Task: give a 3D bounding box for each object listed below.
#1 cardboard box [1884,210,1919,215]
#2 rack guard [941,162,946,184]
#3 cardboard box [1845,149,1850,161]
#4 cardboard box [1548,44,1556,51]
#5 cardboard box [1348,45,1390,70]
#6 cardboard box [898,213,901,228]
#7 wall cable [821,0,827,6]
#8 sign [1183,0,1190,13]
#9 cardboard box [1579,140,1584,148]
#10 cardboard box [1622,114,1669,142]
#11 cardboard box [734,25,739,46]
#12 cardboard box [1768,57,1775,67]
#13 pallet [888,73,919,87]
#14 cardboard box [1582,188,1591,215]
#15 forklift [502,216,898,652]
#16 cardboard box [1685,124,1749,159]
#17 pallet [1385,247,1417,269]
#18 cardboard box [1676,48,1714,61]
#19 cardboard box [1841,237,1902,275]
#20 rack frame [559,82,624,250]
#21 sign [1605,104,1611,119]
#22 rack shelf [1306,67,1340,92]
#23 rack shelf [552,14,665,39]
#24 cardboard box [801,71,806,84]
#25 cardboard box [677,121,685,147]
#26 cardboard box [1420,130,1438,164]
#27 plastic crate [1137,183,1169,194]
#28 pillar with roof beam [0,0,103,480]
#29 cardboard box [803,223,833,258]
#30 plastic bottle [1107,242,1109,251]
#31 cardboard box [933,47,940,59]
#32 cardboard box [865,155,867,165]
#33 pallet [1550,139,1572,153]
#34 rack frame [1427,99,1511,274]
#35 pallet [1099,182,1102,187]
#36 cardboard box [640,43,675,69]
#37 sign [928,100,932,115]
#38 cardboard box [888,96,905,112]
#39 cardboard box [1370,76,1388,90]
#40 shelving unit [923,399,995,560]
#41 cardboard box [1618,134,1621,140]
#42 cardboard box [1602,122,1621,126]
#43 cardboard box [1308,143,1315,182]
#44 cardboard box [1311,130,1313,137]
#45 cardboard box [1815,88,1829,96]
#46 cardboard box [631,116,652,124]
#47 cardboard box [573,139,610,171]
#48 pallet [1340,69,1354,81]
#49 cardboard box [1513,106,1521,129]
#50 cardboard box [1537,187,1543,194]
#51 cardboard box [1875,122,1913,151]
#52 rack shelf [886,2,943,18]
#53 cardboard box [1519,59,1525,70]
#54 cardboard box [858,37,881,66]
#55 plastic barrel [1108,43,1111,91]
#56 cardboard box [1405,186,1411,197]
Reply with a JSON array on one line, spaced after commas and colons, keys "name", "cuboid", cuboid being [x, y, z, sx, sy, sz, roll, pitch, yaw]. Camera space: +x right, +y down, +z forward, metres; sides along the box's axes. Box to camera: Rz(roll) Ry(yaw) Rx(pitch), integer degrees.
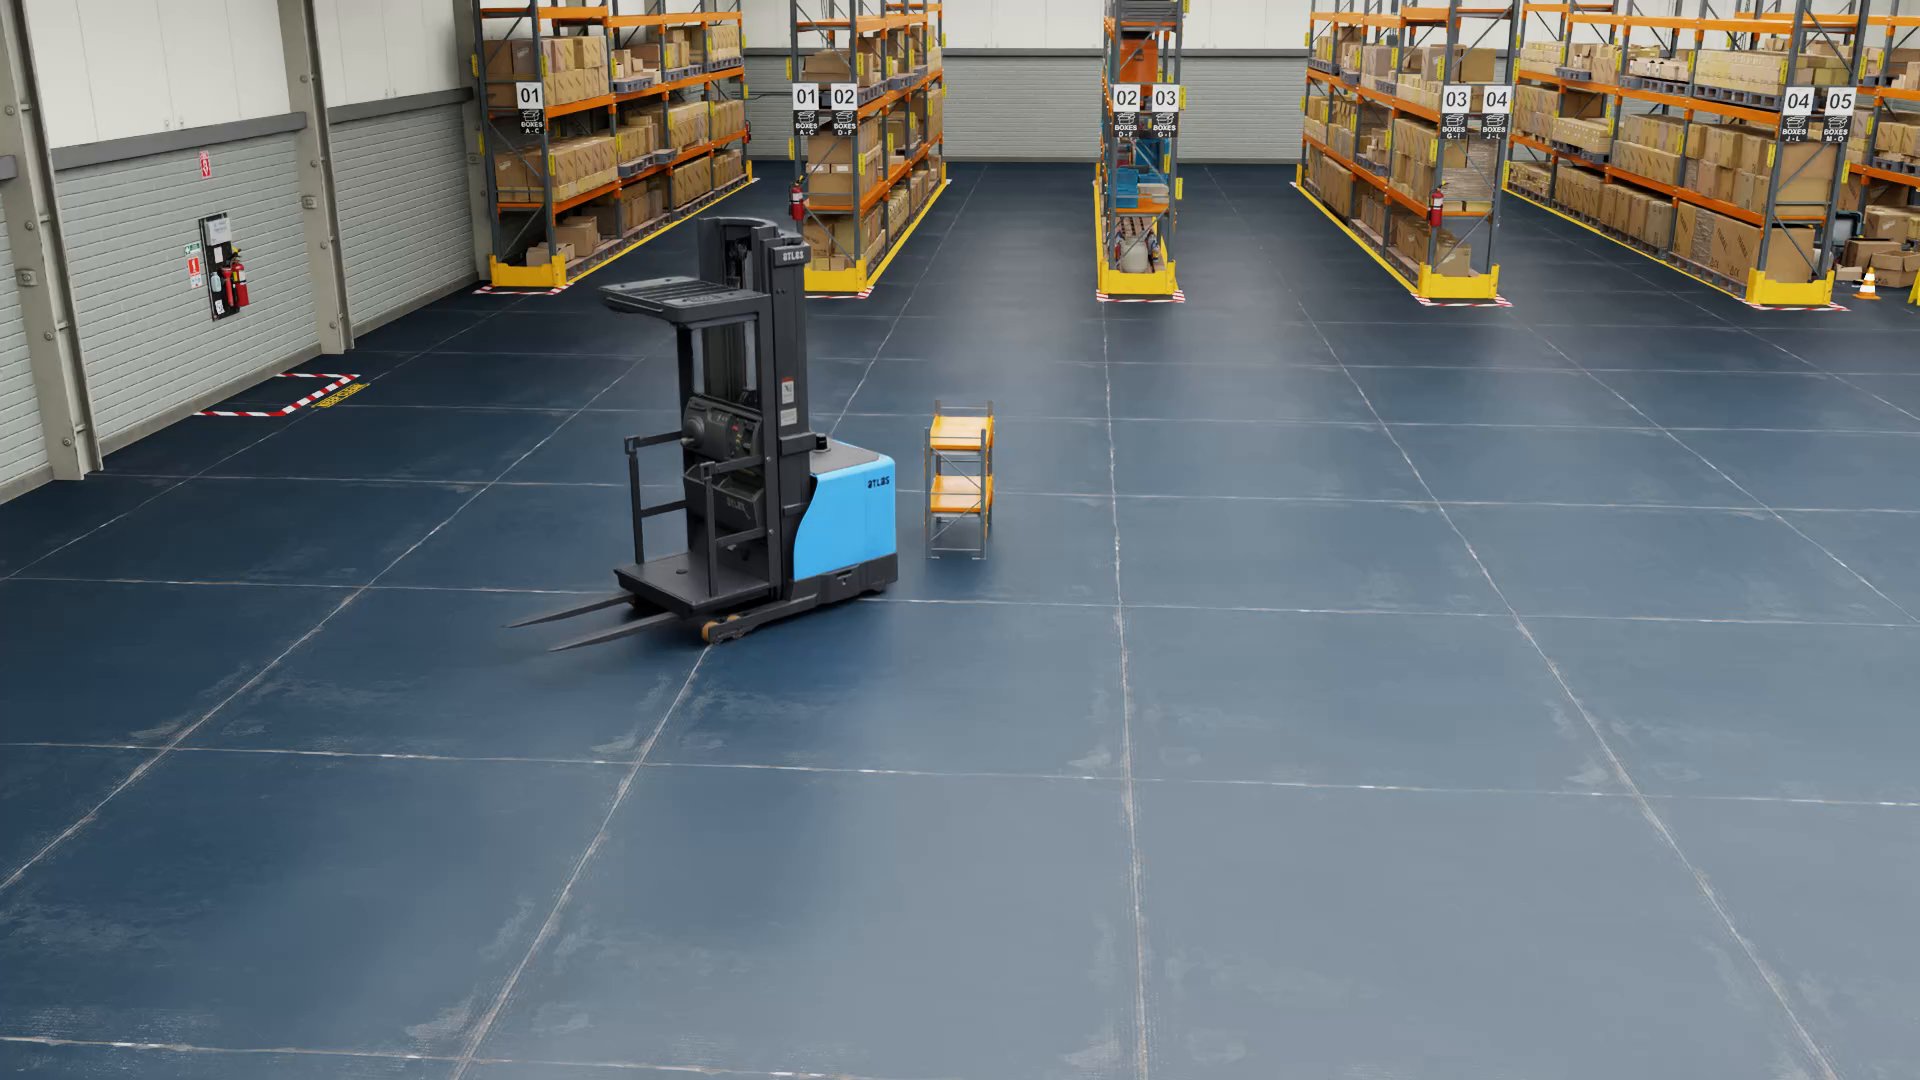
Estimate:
[{"name": "cardboard box", "cuboid": [18.152, -6.043, 31.593, 0.950, 0.372, 0.625, 1, 18, 3]}, {"name": "rack guard", "cuboid": [-0.949, -9.213, 41.738, 1.175, 0.500, 0.348, 1, 18, 4]}, {"name": "cardboard box", "cuboid": [18.046, -7.747, 33.490, 0.500, 0.250, 0.500, 2, 18, 5]}, {"name": "cardboard box", "cuboid": [13.406, -11.027, 37.237, 0.380, 0.149, 0.250, 1, 18, 2]}, {"name": "cardboard box", "cuboid": [8.488, -10.027, 34.549, 0.797, 0.503, 0.637, 1, 18, 3]}, {"name": "cardboard box", "cuboid": [-1.418, -6.188, 32.232, 0.500, 0.250, 0.500, 2, 18, 5]}, {"name": "wall cable", "cuboid": [-2.425, -15.998, 45.670, 3.097, 2.526, 0.112, 1, 18, 4]}, {"name": "sign", "cuboid": [3.398, -8.082, 24.971, 0.100, 0.325, 0.005, 1, 18, 4]}, {"name": "cardboard box", "cuboid": [12.957, -8.137, 34.169, 0.380, 0.149, 0.250, 0, 18, 1]}, {"name": "cardboard box", "cuboid": [13.261, -7.959, 32.130, 0.700, 0.500, 0.500, 1, 18, 4]}, {"name": "cardboard box", "cuboid": [-5.665, -12.258, 40.401, 0.500, 0.500, 0.500, 1, 18, 4]}, {"name": "cardboard box", "cuboid": [12.435, -7.213, 25.089, 0.380, 0.149, 0.250, 1, 18, 4]}, {"name": "pallet", "cuboid": [-1.477, -9.063, 32.751, 1.213, 0.211, 1.003, 2, 18, 6]}, {"name": "cardboard box", "cuboid": [13.131, -6.959, 34.183, 0.500, 0.500, 0.500, 2, 18, 6]}, {"name": "forklift", "cuboid": [-1.921, -0.814, 12.201, 3.031, 2.935, 1.130, -16, 24, -40]}, {"name": "cardboard box", "cuboid": [12.956, -6.804, 28.396, 0.875, 0.550, 0.550, 1, 18, 4]}, {"name": "pallet", "cuboid": [8.064, -4.941, 29.163, 1.003, 0.211, 1.213, 1, 18, 4]}, {"name": "cardboard box", "cuboid": [13.458, -8.750, 30.496, 0.500, 0.500, 0.500, 1, 18, 4]}, {"name": "cardboard box", "cuboid": [15.334, -4.783, 27.994, 0.797, 0.637, 0.503, 1, 18, 4]}, {"name": "rack frame", "cuboid": [-6.745, -6.807, 30.381, 1.000, 3.000, 0.127, 1, 18, 4]}, {"name": "sign", "cuboid": [14.144, -9.357, 36.303, 0.100, 0.325, 0.005, 1, 18, 4]}, {"name": "rack shelf", "cuboid": [8.793, -10.665, 38.492, 1.077, 0.370, 4.000, 1, 18, 4]}, {"name": "rack shelf", "cuboid": [-6.602, -9.747, 31.516, 1.077, 0.370, 4.000, 1, 18, 4]}, {"name": "cardboard box", "cuboid": [-2.271, -7.439, 26.834, 0.500, 0.250, 0.500, 1, 18, 4]}, {"name": "cardboard box", "cuboid": [-6.122, -8.556, 35.046, 0.500, 0.500, 0.500, 2, 18, 6]}, {"name": "cardboard box", "cuboid": [7.613, -6.229, 26.372, 0.500, 0.500, 0.500, 1, 18, 4]}, {"name": "plastic crate", "cuboid": [3.272, -5.951, 28.190, 0.530, 0.136, 0.437, 1, 18, 4]}, {"name": "pillar with roof beam", "cuboid": [-4.411, -4.829, 14.710, 9.100, 9.000, 0.400, 1, 18, 4]}, {"name": "cardboard box", "cuboid": [-2.349, -4.878, 27.030, 0.500, 0.500, 0.500, 1, 18, 4]}, {"name": "plastic bottle", "cuboid": [2.607, -5.047, 28.555, 0.144, 0.351, 0.185, 2, 18, 6]}, {"name": "cardboard box", "cuboid": [-0.762, -11.696, 39.921, 0.500, 0.250, 0.500, 1, 18, 4]}, {"name": "cardboard box", "cuboid": [-1.758, -6.328, 27.717, 0.380, 0.149, 0.250, 1, 18, 3]}, {"name": "pallet", "cuboid": [13.390, -8.493, 35.833, 1.003, 0.211, 1.213, 1, 18, 4]}, {"name": "rack frame", "cuboid": [7.790, -5.233, 25.577, 1.000, 3.000, 0.127, 1, 18, 4]}, {"name": "pallet", "cuboid": [3.809, -8.355, 39.582, 1.003, 0.211, 1.213, 1, 18, 4]}, {"name": "cardboard box", "cuboid": [-6.443, -10.221, 35.114, 0.700, 0.500, 0.500, 2, 18, 7]}, {"name": "sign", "cuboid": [-0.677, -9.721, 37.415, 0.100, 0.325, 0.005, 1, 18, 4]}, {"name": "cardboard box", "cuboid": [-1.453, -9.868, 37.955, 0.500, 0.500, 0.500, 1, 18, 4]}, {"name": "cardboard box", "cuboid": [8.011, -8.612, 31.313, 0.500, 0.250, 0.500, 2, 18, 5]}, {"name": "shelving unit", "cuboid": [0.000, -0.537, 14.254, 0.538, 1.125, 1.048, 1, 18, 4]}, {"name": "cardboard box", "cuboid": [13.589, -8.189, 33.847, 0.380, 0.149, 0.250, 1, 18, 4]}, {"name": "cardboard box", "cuboid": [13.662, -8.647, 34.769, 0.380, 0.149, 0.250, 0, 18, 1]}, {"name": "cardboard box", "cuboid": [8.971, -9.192, 40.396, 0.875, 0.875, 0.875, 1, 18, 4]}, {"name": "cardboard box", "cuboid": [8.492, -9.581, 39.249, 0.380, 0.149, 0.250, 1, 18, 3]}, {"name": "cardboard box", "cuboid": [13.074, -6.744, 24.937, 0.380, 0.149, 0.250, 1, 18, 4]}, {"name": "cardboard box", "cuboid": [-6.453, -8.507, 33.658, 0.380, 0.149, 0.250, -1, 18, -3]}, {"name": "cardboard box", "cuboid": [-6.501, -6.793, 29.341, 0.500, 0.500, 0.500, 1, 18, 4]}, {"name": "pallet", "cuboid": [8.434, -9.602, 34.396, 1.003, 0.211, 1.213, 2, 18, 6]}, {"name": "cardboard box", "cuboid": [13.569, -10.116, 39.840, 0.500, 0.500, 0.500, 2, 18, 7]}, {"name": "cardboard box", "cuboid": [13.335, -7.955, 37.786, 0.380, 0.149, 0.250, 1, 18, 2]}, {"name": "cardboard box", "cuboid": [17.985, -7.751, 31.946, 0.500, 0.500, 0.500, 1, 18, 2]}, {"name": "rack shelf", "cuboid": [-1.087, -12.311, 38.703, 1.077, 0.370, 4.000, 1, 18, 4]}, {"name": "cardboard box", "cuboid": [13.590, -11.281, 39.457, 0.500, 0.250, 0.500, 2, 18, 6]}, {"name": "cardboard box", "cuboid": [-1.703, -8.976, 30.544, 0.500, 0.500, 0.500, 3, 18, 9]}, {"name": "plastic barrel", "cuboid": [3.003, -8.616, 30.277, 0.600, 0.901, 0.600, 0, 18, 0]}, {"name": "cardboard box", "cuboid": [7.667, -5.830, 27.801, 0.380, 0.149, 0.250, 1, 18, 4]}]
